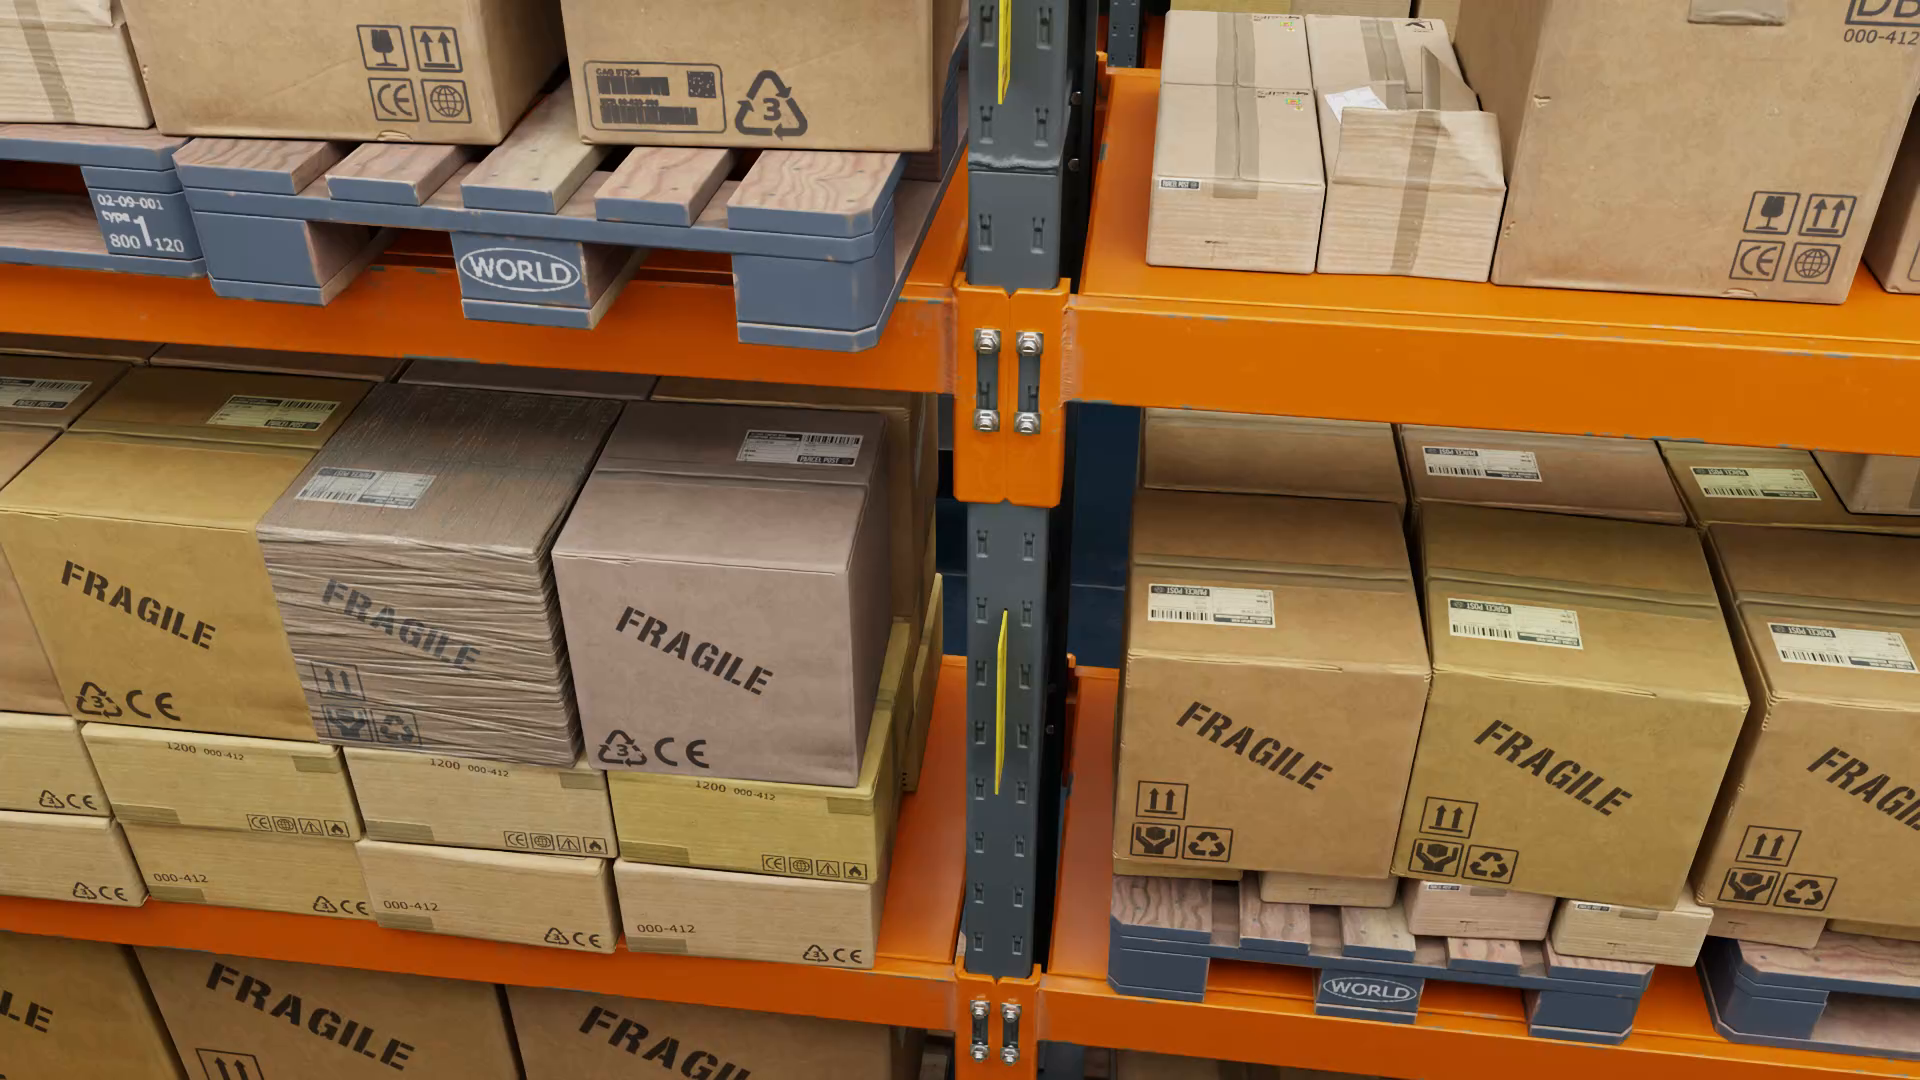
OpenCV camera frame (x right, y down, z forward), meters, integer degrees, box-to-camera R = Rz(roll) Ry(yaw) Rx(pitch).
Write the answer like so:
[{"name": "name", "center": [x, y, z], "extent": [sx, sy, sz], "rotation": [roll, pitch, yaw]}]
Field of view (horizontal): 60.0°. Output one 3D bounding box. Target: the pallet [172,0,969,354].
[{"name": "pallet", "center": [-0.509, -0.735, 2.778], "extent": [1.003, 0.211, 1.213], "rotation": [6, 36, 8]}]

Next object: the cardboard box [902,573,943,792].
[{"name": "cardboard box", "center": [-0.317, 0.307, 3.868], "extent": [0.500, 0.250, 0.500], "rotation": [4, 36, 5]}]

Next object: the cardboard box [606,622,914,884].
[{"name": "cardboard box", "center": [-0.376, 0.395, 3.314], "extent": [0.500, 0.250, 0.500], "rotation": [4, 36, 6]}]

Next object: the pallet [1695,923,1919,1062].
[{"name": "pallet", "center": [2.105, 0.628, 3.454], "extent": [1.213, 0.211, 1.003], "rotation": [4, 36, 6]}]

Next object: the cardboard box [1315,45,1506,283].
[{"name": "cardboard box", "center": [0.680, -0.599, 2.541], "extent": [0.258, 0.266, 0.396], "rotation": [4, 36, 6]}]

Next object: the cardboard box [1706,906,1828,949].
[{"name": "cardboard box", "center": [1.496, 0.581, 3.208], "extent": [0.250, 0.149, 0.380], "rotation": [6, 36, 9]}]

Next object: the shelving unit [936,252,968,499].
[{"name": "shelving unit", "center": [-0.164, -0.867, 6.157], "extent": [0.503, 2.100, 0.431], "rotation": [4, 36, 6]}]

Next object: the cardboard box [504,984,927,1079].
[{"name": "cardboard box", "center": [-0.538, 1.022, 4.204], "extent": [0.875, 0.875, 0.875], "rotation": [4, 36, 6]}]

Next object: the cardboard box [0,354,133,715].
[{"name": "cardboard box", "center": [-1.912, -0.024, 3.255], "extent": [0.500, 0.500, 0.500], "rotation": [4, 36, 5]}]

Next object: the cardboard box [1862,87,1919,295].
[{"name": "cardboard box", "center": [1.653, -0.740, 2.534], "extent": [0.637, 0.503, 0.797], "rotation": [4, 36, 6]}]

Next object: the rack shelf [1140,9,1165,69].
[{"name": "rack shelf", "center": [2.749, -1.993, 7.579], "extent": [4.000, 0.370, 1.077], "rotation": [4, 36, 6]}]

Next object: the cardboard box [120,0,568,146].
[{"name": "cardboard box", "center": [-0.870, -0.970, 2.497], "extent": [0.500, 0.500, 0.700], "rotation": [3, 36, 4]}]

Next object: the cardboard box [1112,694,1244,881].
[{"name": "cardboard box", "center": [0.435, 0.489, 3.337], "extent": [0.250, 0.149, 0.380], "rotation": [2, 36, 3]}]

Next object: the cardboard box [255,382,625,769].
[{"name": "cardboard box", "center": [-0.920, 0.058, 3.140], "extent": [0.500, 0.500, 0.500], "rotation": [5, 36, 7]}]

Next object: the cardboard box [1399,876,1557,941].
[{"name": "cardboard box", "center": [0.977, 0.576, 3.215], "extent": [0.250, 0.149, 0.380], "rotation": [2, 36, 3]}]

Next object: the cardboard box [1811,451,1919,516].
[{"name": "cardboard box", "center": [1.795, -0.212, 3.202], "extent": [0.250, 0.149, 0.380], "rotation": [3, 36, 4]}]

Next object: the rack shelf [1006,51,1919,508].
[{"name": "rack shelf", "center": [2.120, -0.354, 2.700], "extent": [4.000, 0.370, 1.077], "rotation": [4, 36, 6]}]

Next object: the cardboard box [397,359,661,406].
[{"name": "cardboard box", "center": [-0.815, -0.230, 3.543], "extent": [0.500, 0.500, 0.500], "rotation": [4, 36, 6]}]

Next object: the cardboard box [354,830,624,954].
[{"name": "cardboard box", "center": [-0.907, 0.571, 3.497], "extent": [0.500, 0.250, 0.500], "rotation": [5, 36, 7]}]

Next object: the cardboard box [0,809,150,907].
[{"name": "cardboard box", "center": [-1.914, 0.503, 3.592], "extent": [0.500, 0.250, 0.500], "rotation": [4, 36, 5]}]

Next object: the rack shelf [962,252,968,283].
[{"name": "rack shelf", "center": [-0.164, -0.856, 6.165], "extent": [0.480, 0.518, 0.431], "rotation": [4, 36, 6]}]

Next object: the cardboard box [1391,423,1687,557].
[{"name": "cardboard box", "center": [1.137, -0.001, 3.465], "extent": [0.500, 0.500, 0.500], "rotation": [4, 36, 5]}]

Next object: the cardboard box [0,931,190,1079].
[{"name": "cardboard box", "center": [-2.309, 0.887, 4.393], "extent": [0.875, 0.875, 0.875], "rotation": [5, 36, 7]}]

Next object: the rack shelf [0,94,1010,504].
[{"name": "rack shelf", "center": [-1.847, -0.649, 3.115], "extent": [4.000, 0.370, 1.077], "rotation": [4, 36, 6]}]

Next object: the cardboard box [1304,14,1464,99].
[{"name": "cardboard box", "center": [0.723, -0.776, 2.889], "extent": [0.250, 0.149, 0.380], "rotation": [4, 36, 6]}]

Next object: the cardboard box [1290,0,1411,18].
[{"name": "cardboard box", "center": [1.670, -2.365, 7.180], "extent": [0.500, 0.250, 0.500], "rotation": [5, 36, 7]}]

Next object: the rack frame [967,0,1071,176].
[{"name": "rack frame", "center": [0.136, -2.015, 1.827], "extent": [0.127, 3.000, 1.000], "rotation": [4, 36, 6]}]

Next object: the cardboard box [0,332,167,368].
[{"name": "cardboard box", "center": [-1.826, -0.316, 3.664], "extent": [0.500, 0.500, 0.500], "rotation": [5, 36, 7]}]

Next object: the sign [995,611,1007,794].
[{"name": "sign", "center": [0.069, 0.275, 2.785], "extent": [0.005, 0.325, 0.100], "rotation": [4, 36, 6]}]

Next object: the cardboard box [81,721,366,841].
[{"name": "cardboard box", "center": [-1.396, 0.333, 3.400], "extent": [0.500, 0.250, 0.500], "rotation": [3, 36, 5]}]

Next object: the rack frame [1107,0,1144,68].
[{"name": "rack frame", "center": [0.765, -2.434, 7.578], "extent": [0.127, 3.000, 1.000], "rotation": [4, 36, 6]}]

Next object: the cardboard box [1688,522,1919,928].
[{"name": "cardboard box", "center": [1.599, 0.330, 3.001], "extent": [0.500, 0.500, 0.500], "rotation": [5, 36, 7]}]

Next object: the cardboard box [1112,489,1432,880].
[{"name": "cardboard box", "center": [0.553, 0.261, 3.099], "extent": [0.500, 0.500, 0.500], "rotation": [3, 36, 5]}]

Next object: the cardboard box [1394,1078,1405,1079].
[{"name": "cardboard box", "center": [1.428, 1.423, 4.075], "extent": [0.625, 0.372, 0.950], "rotation": [4, 36, 5]}]

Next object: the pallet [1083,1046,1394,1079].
[{"name": "pallet", "center": [0.911, 1.620, 4.298], "extent": [1.213, 0.211, 1.003], "rotation": [4, 36, 6]}]
